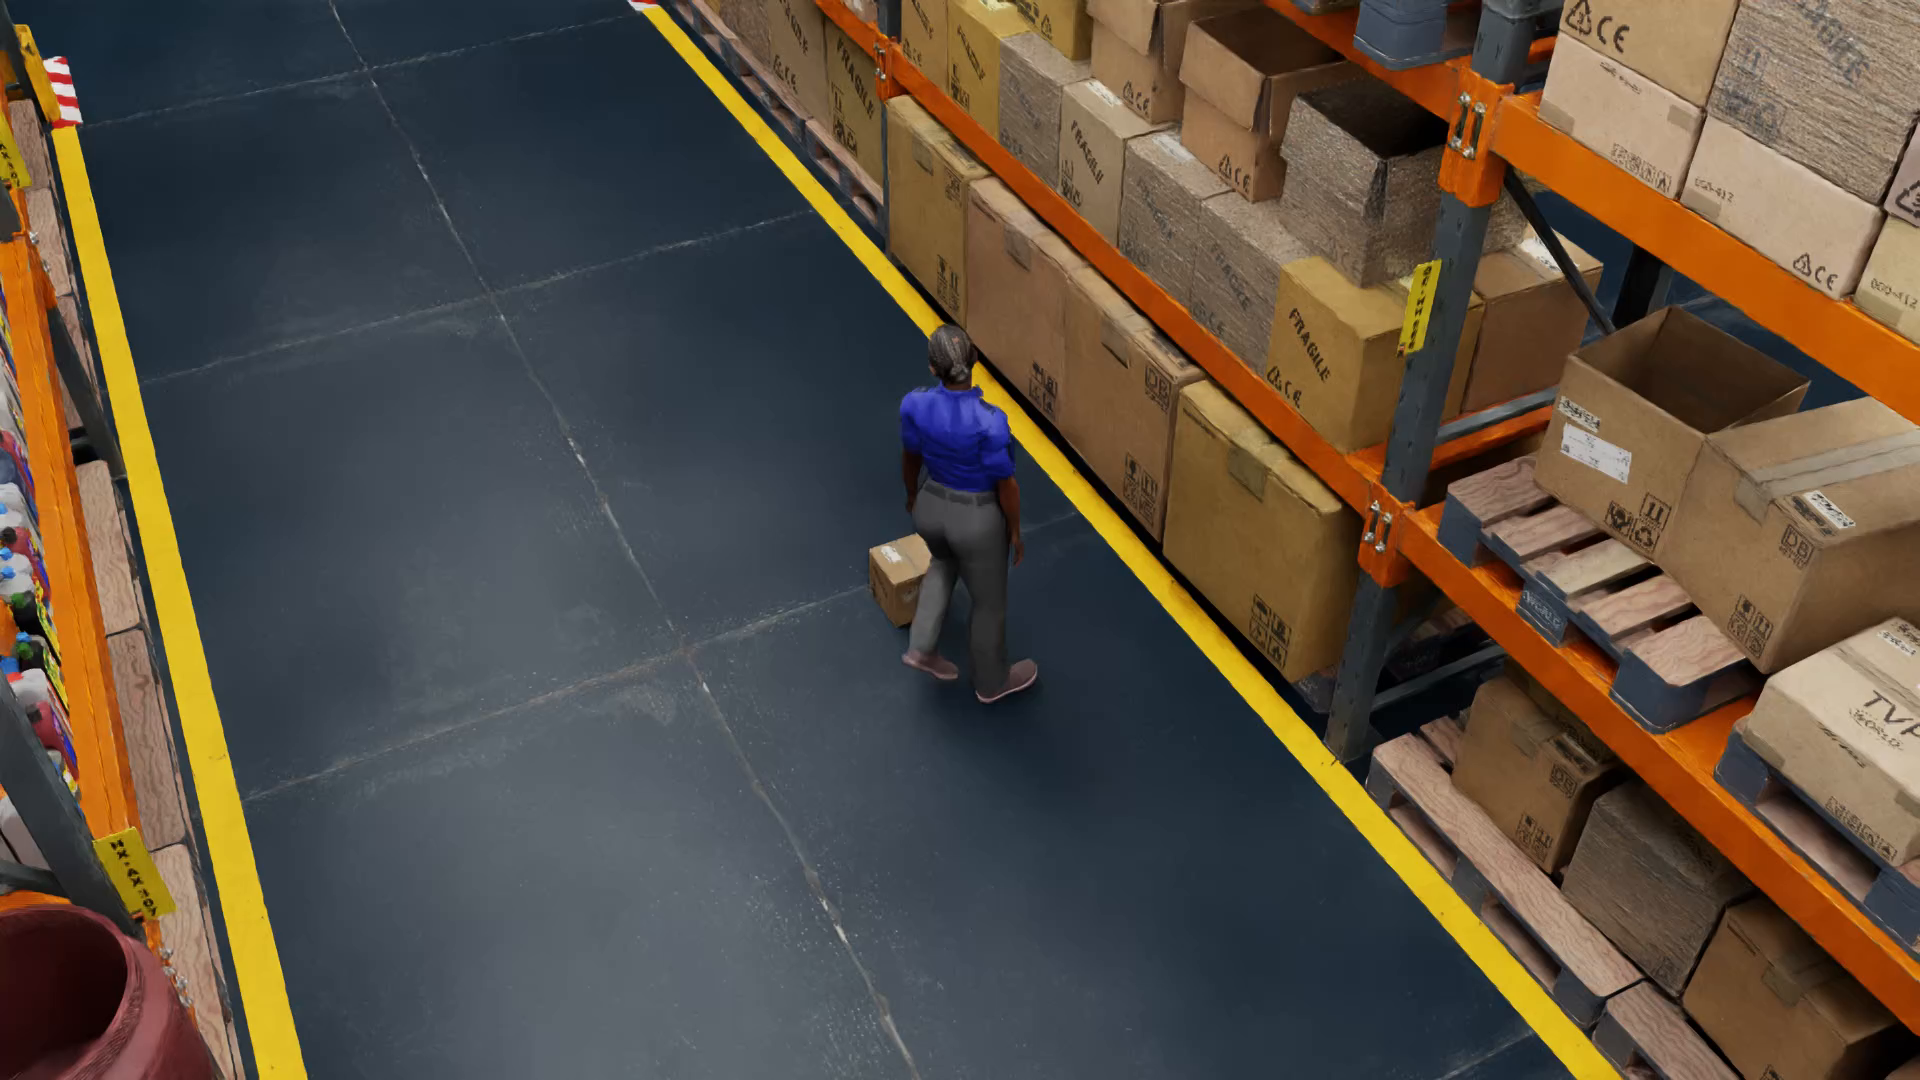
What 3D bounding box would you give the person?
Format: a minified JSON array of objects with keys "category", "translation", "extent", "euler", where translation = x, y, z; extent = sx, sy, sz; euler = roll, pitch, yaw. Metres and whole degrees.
[{"category":"person","translation":[-0.001,-0.055,6.212],"extent":[0.549,1.639,0.475],"euler":[22,46,23]}]
